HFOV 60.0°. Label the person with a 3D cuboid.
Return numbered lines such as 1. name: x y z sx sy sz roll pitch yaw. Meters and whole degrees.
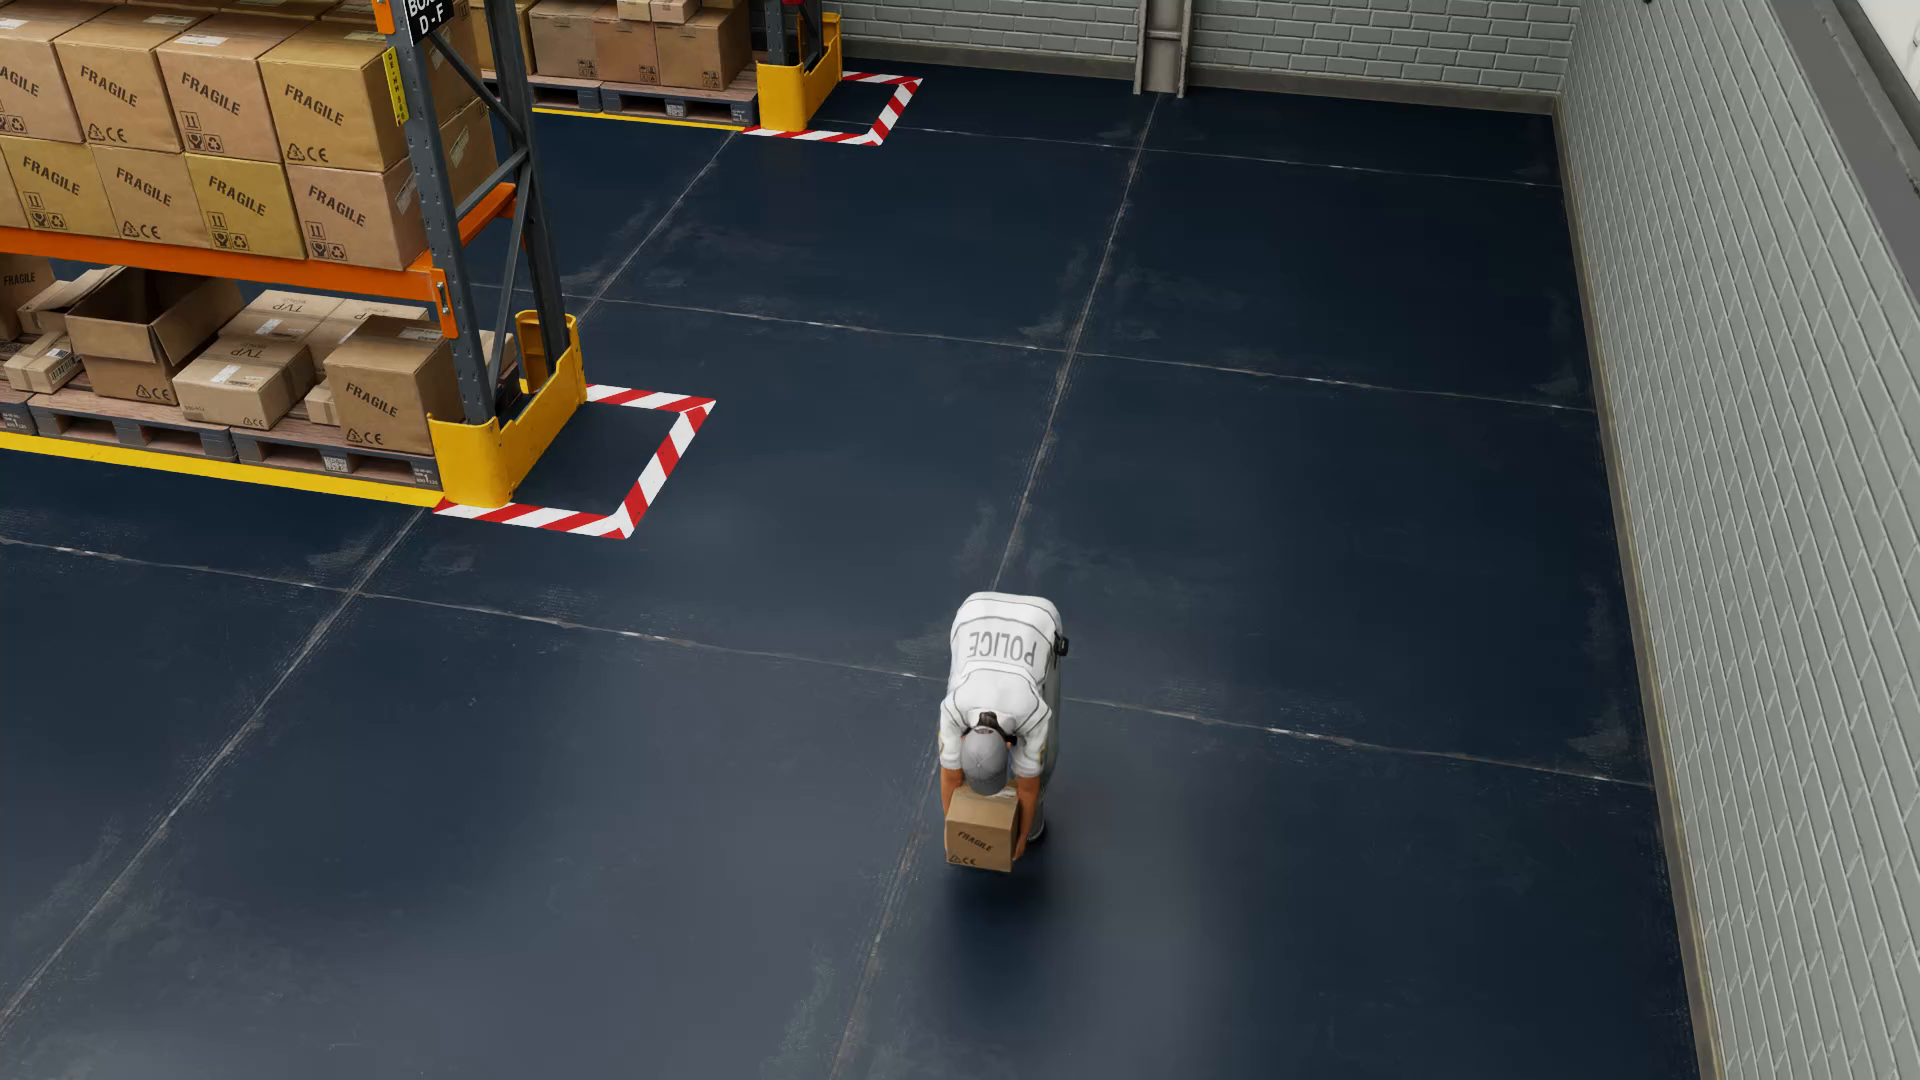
1. person: 0.137 0.794 6.437 0.480 1.026 0.951 6 37 8
